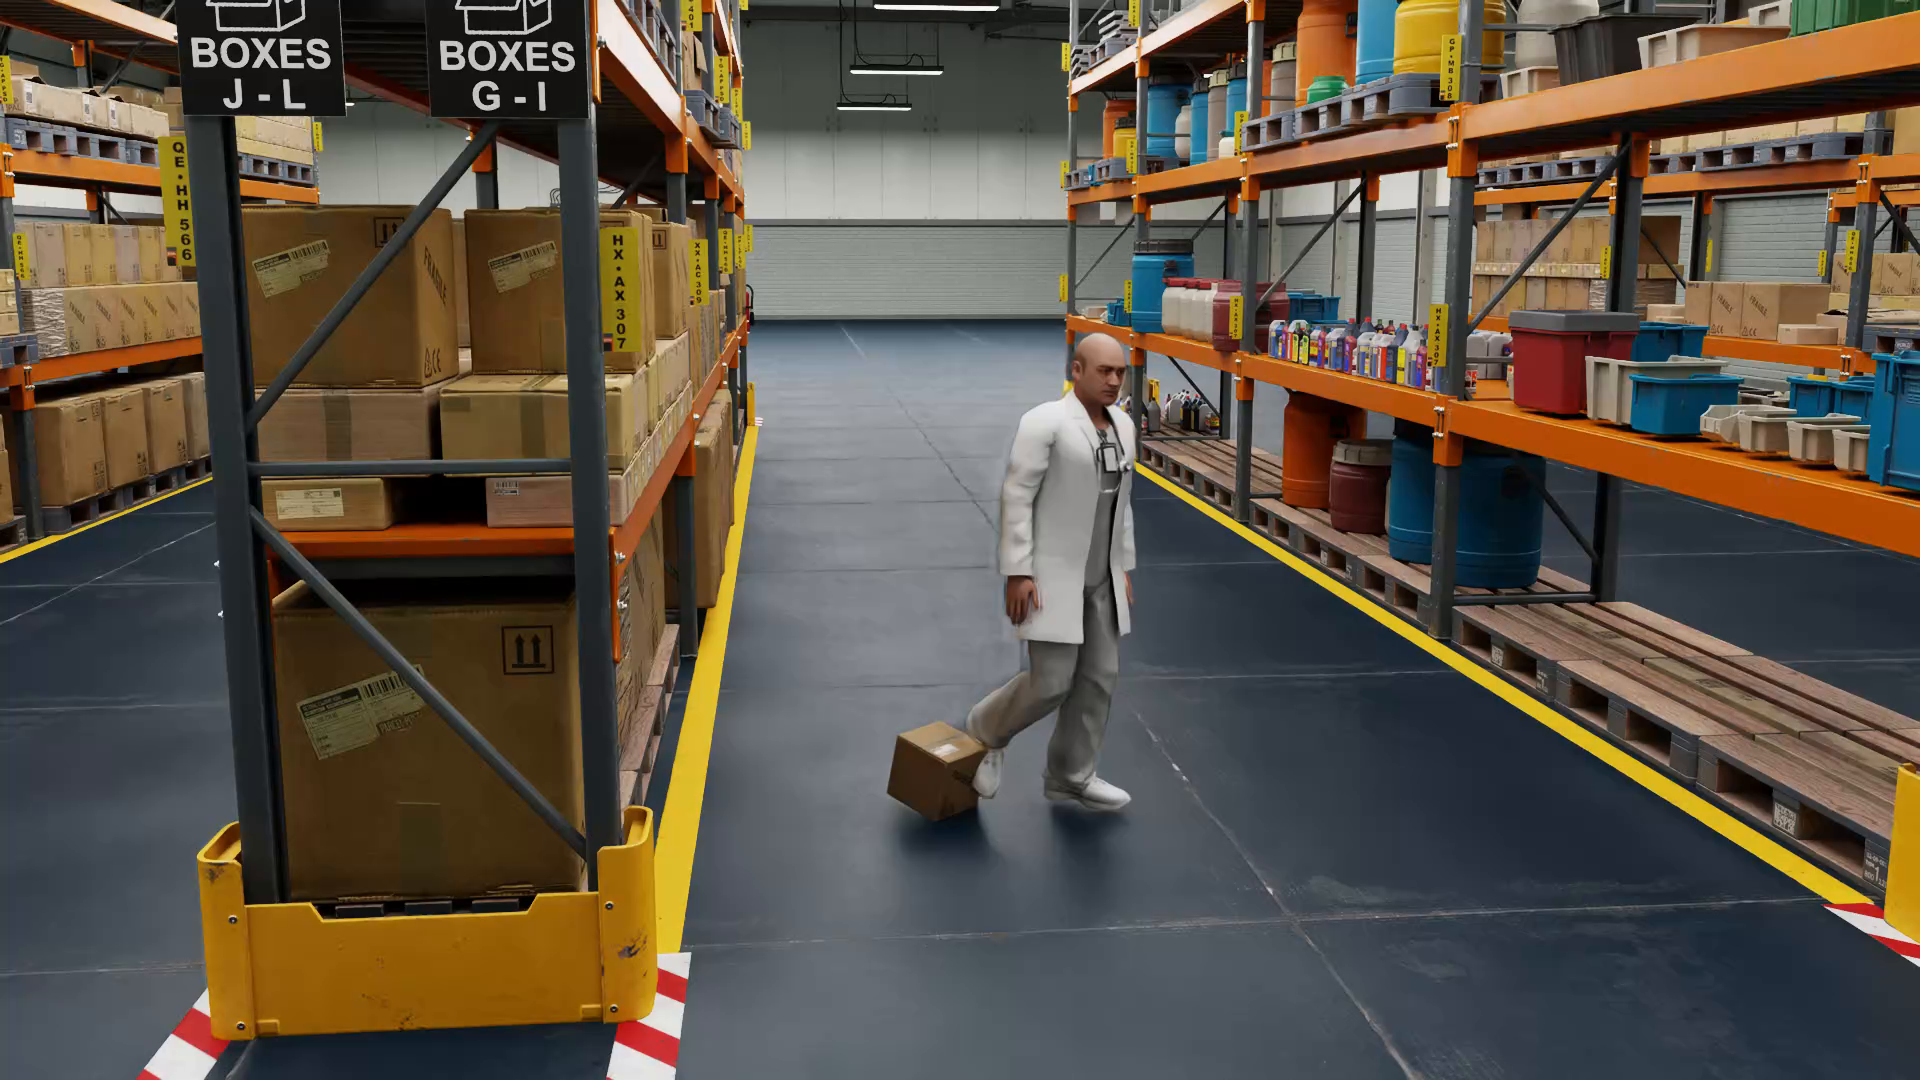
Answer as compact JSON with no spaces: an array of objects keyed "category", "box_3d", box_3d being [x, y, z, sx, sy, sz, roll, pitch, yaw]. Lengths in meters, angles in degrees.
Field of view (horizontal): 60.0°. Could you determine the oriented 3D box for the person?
[{"category":"person","box_3d":[0.330,0.120,6.124,0.639,1.760,0.660,-9,13,-42]}]
